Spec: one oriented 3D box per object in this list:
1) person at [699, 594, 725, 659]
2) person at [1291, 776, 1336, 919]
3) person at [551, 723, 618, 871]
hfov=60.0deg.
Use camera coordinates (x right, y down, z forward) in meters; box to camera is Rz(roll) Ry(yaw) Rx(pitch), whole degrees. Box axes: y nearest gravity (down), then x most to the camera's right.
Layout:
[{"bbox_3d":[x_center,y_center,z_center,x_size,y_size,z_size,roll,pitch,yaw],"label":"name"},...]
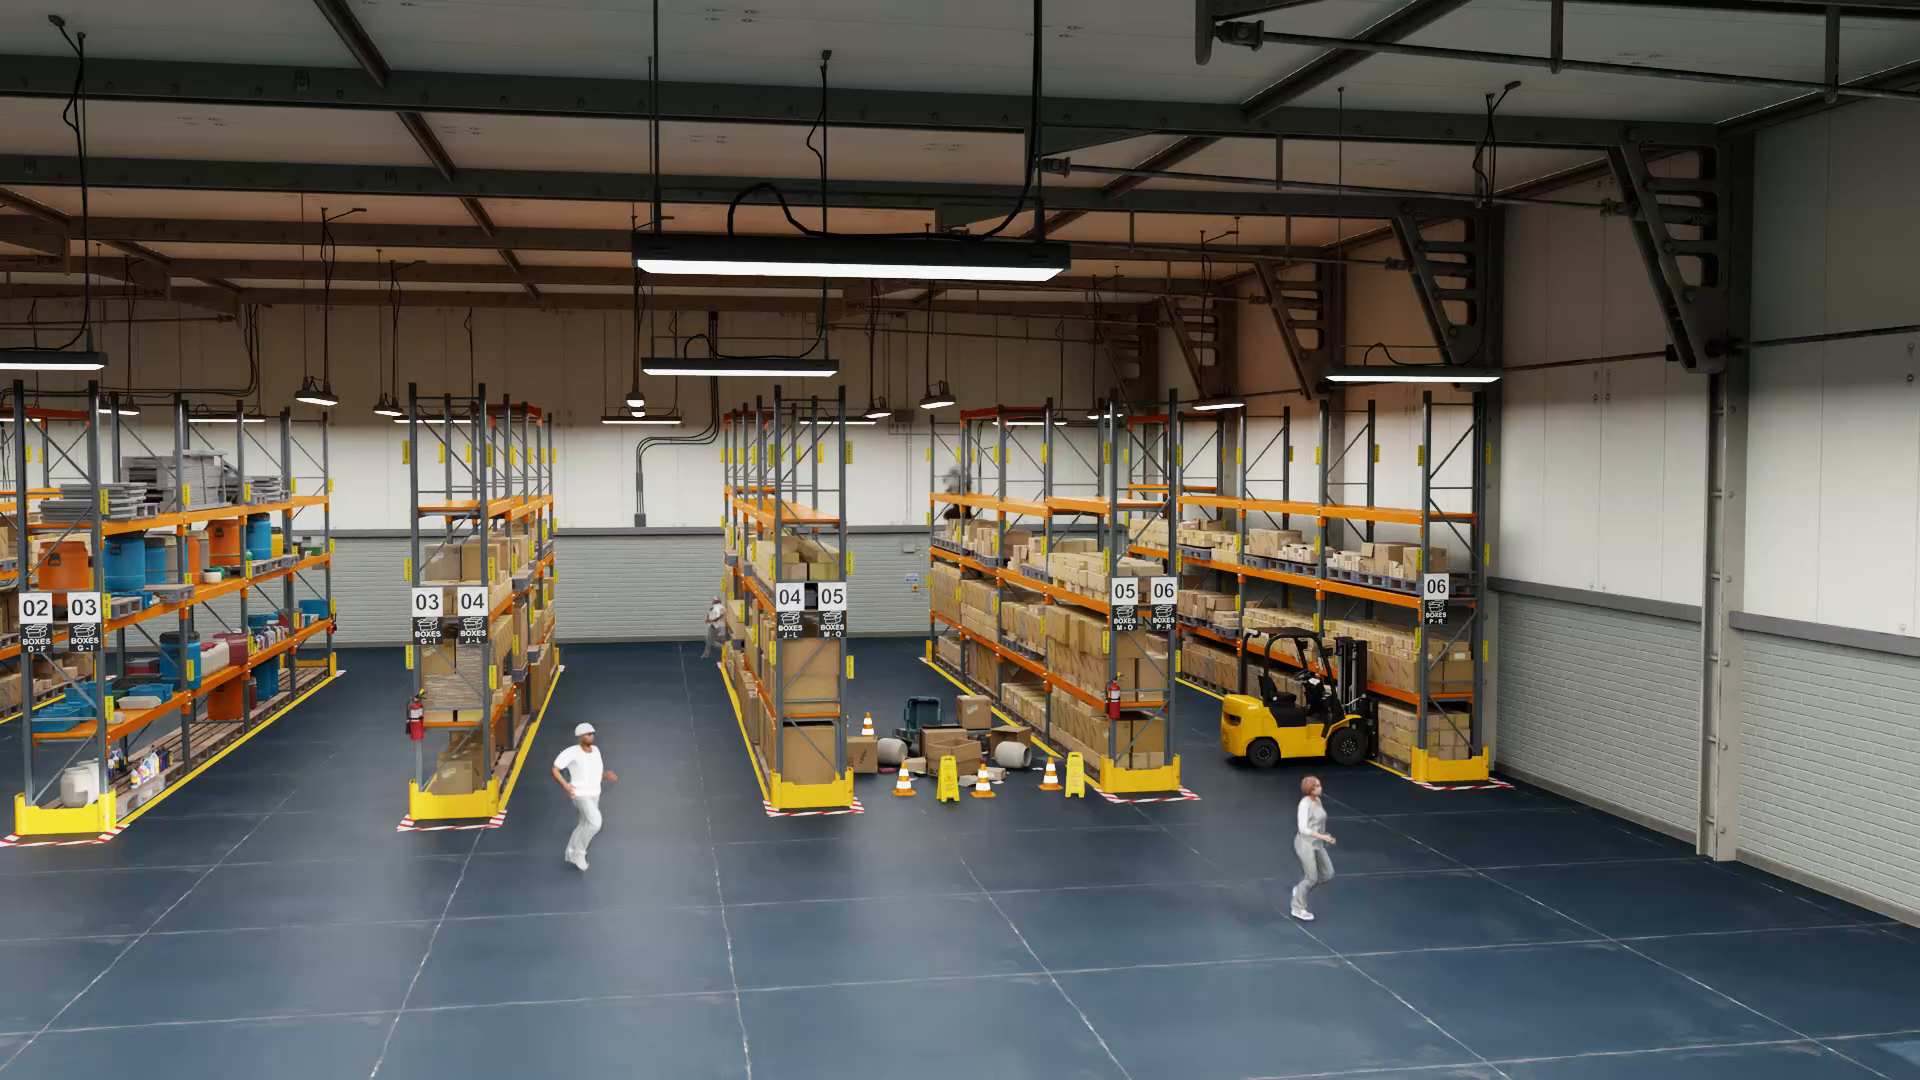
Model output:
[{"bbox_3d":[-6.060,2.125,40.676,0.758,1.645,0.705,0,3,-1],"label":"person"},{"bbox_3d":[3.816,3.307,17.887,0.545,1.559,0.566,2,4,35],"label":"person"},{"bbox_3d":[-4.527,3.106,20.173,0.700,1.773,0.673,1,3,24],"label":"person"}]
